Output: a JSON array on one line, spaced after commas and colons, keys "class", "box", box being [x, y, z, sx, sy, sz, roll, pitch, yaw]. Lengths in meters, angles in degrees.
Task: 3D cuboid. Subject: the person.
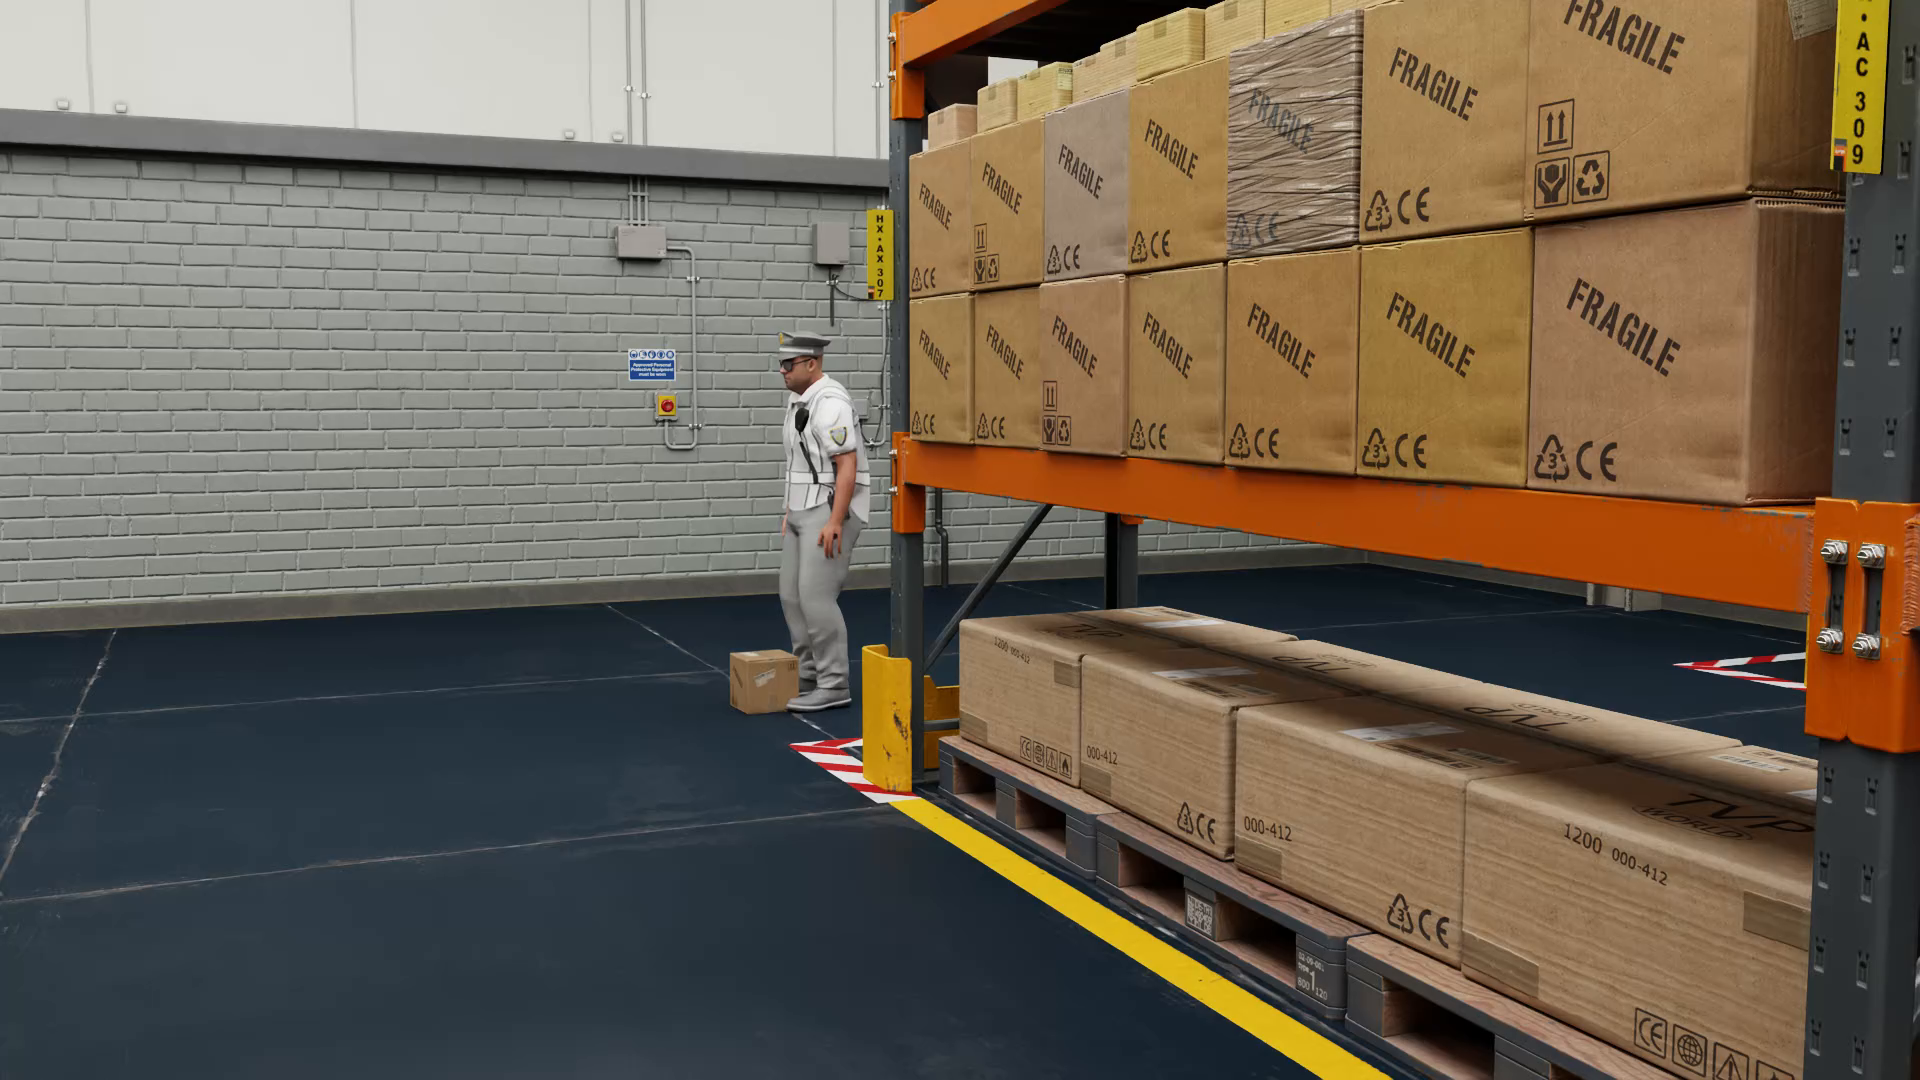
[{"class": "person", "box": [-0.662, -0.099, 7.784, 0.442, 1.746, 0.590, -3, 6, -26]}]
